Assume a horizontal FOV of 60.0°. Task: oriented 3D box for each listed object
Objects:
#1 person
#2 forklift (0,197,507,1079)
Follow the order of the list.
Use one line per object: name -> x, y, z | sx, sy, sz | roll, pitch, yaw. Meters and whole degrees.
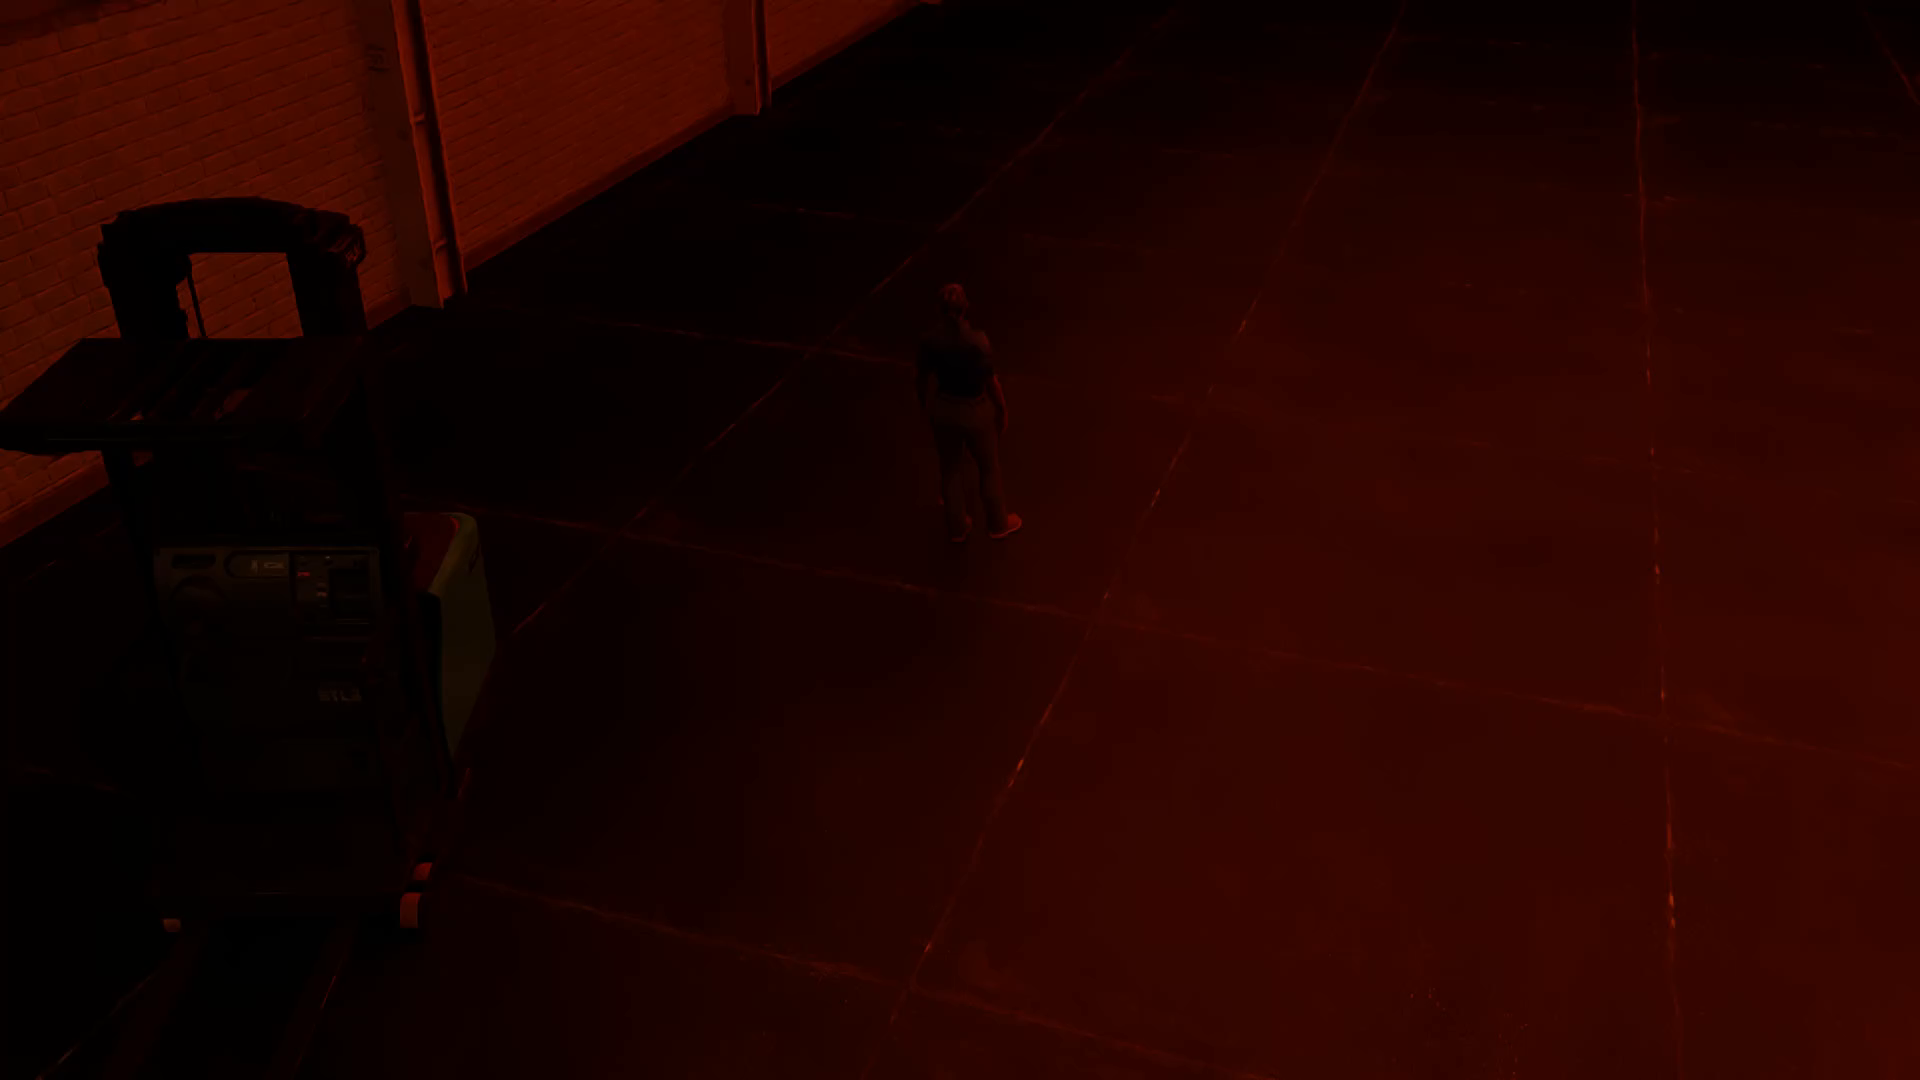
person -> 0.047, -0.763, 9.749 | 0.570, 1.654, 0.503 | 10, 31, 16
forklift -> -2.849, 0.253, 6.694 | 1.130, 2.935, 3.031 | -1, 30, -1
